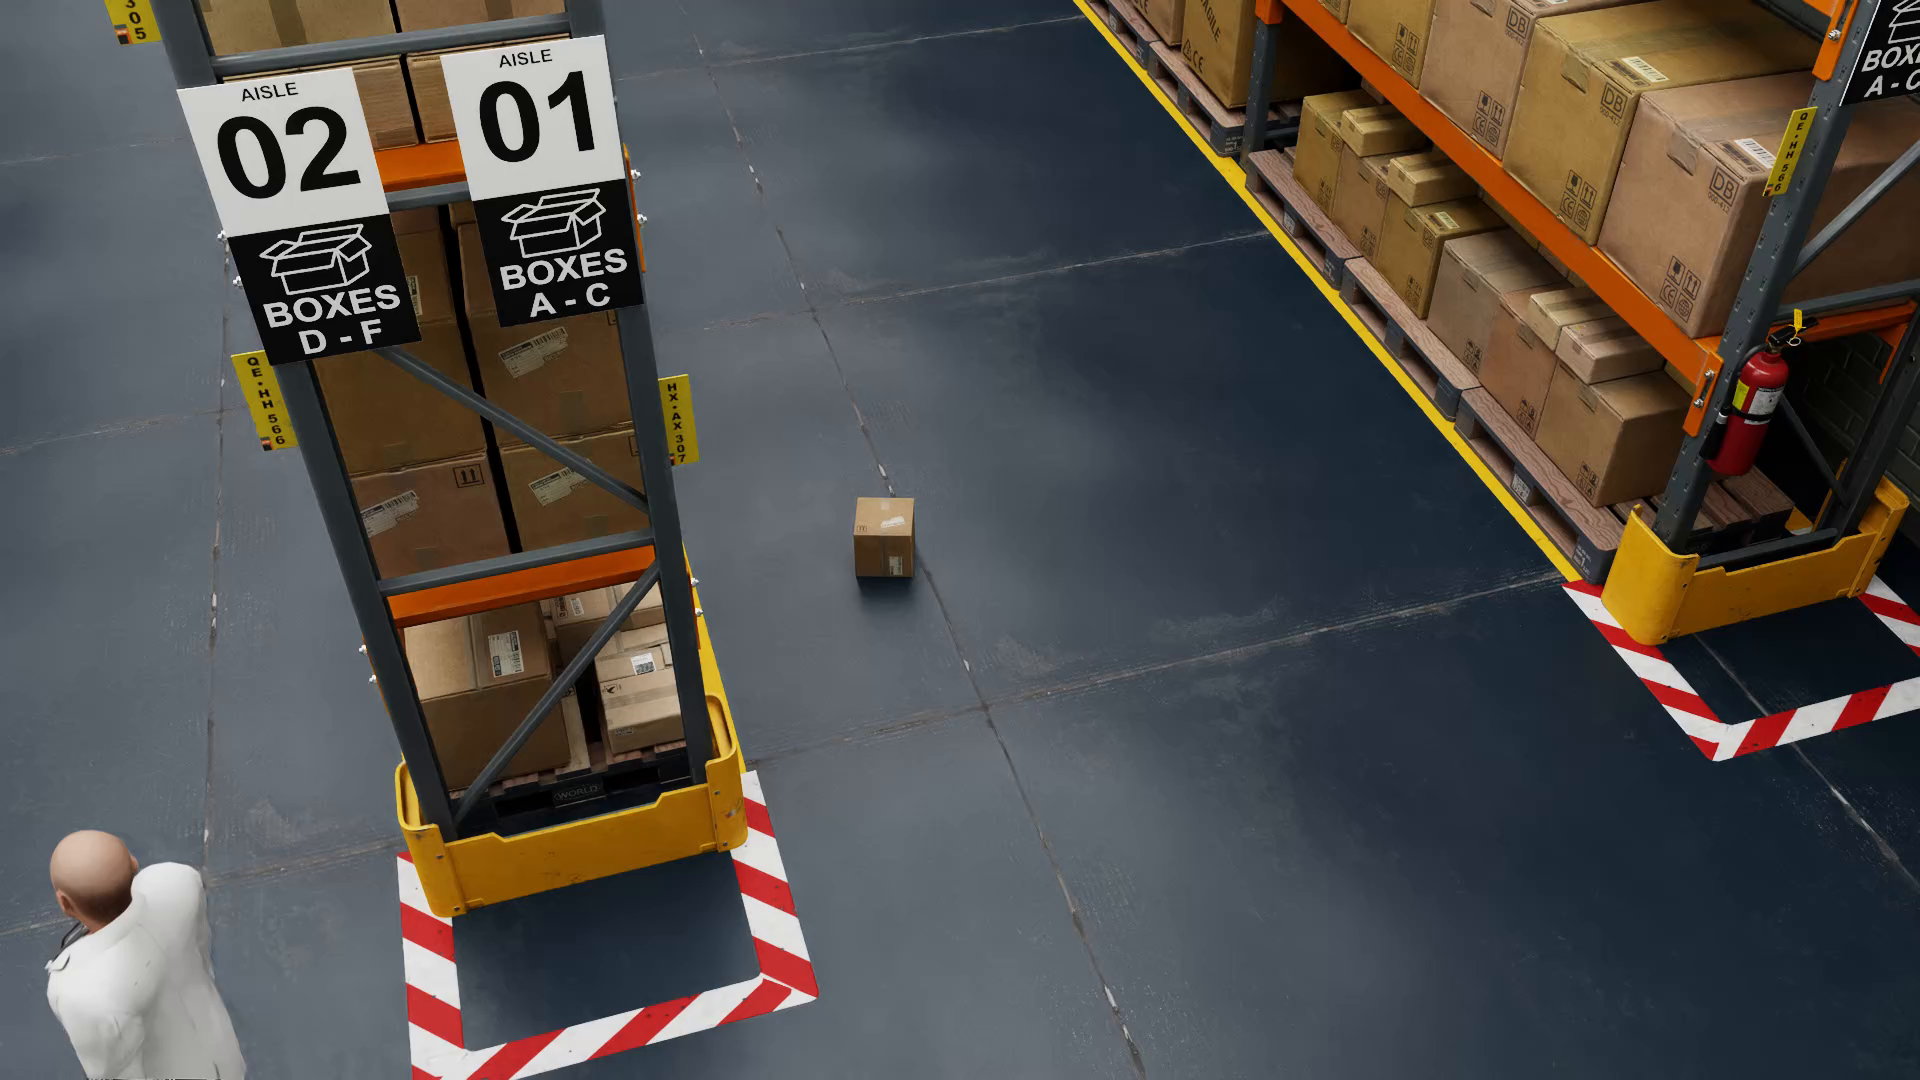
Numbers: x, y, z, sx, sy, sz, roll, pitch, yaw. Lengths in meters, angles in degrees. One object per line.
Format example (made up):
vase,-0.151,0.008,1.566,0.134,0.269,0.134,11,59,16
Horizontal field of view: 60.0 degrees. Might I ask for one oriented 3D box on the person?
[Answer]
person,-2.124,1.430,4.548,0.761,1.748,0.580,5,42,6
